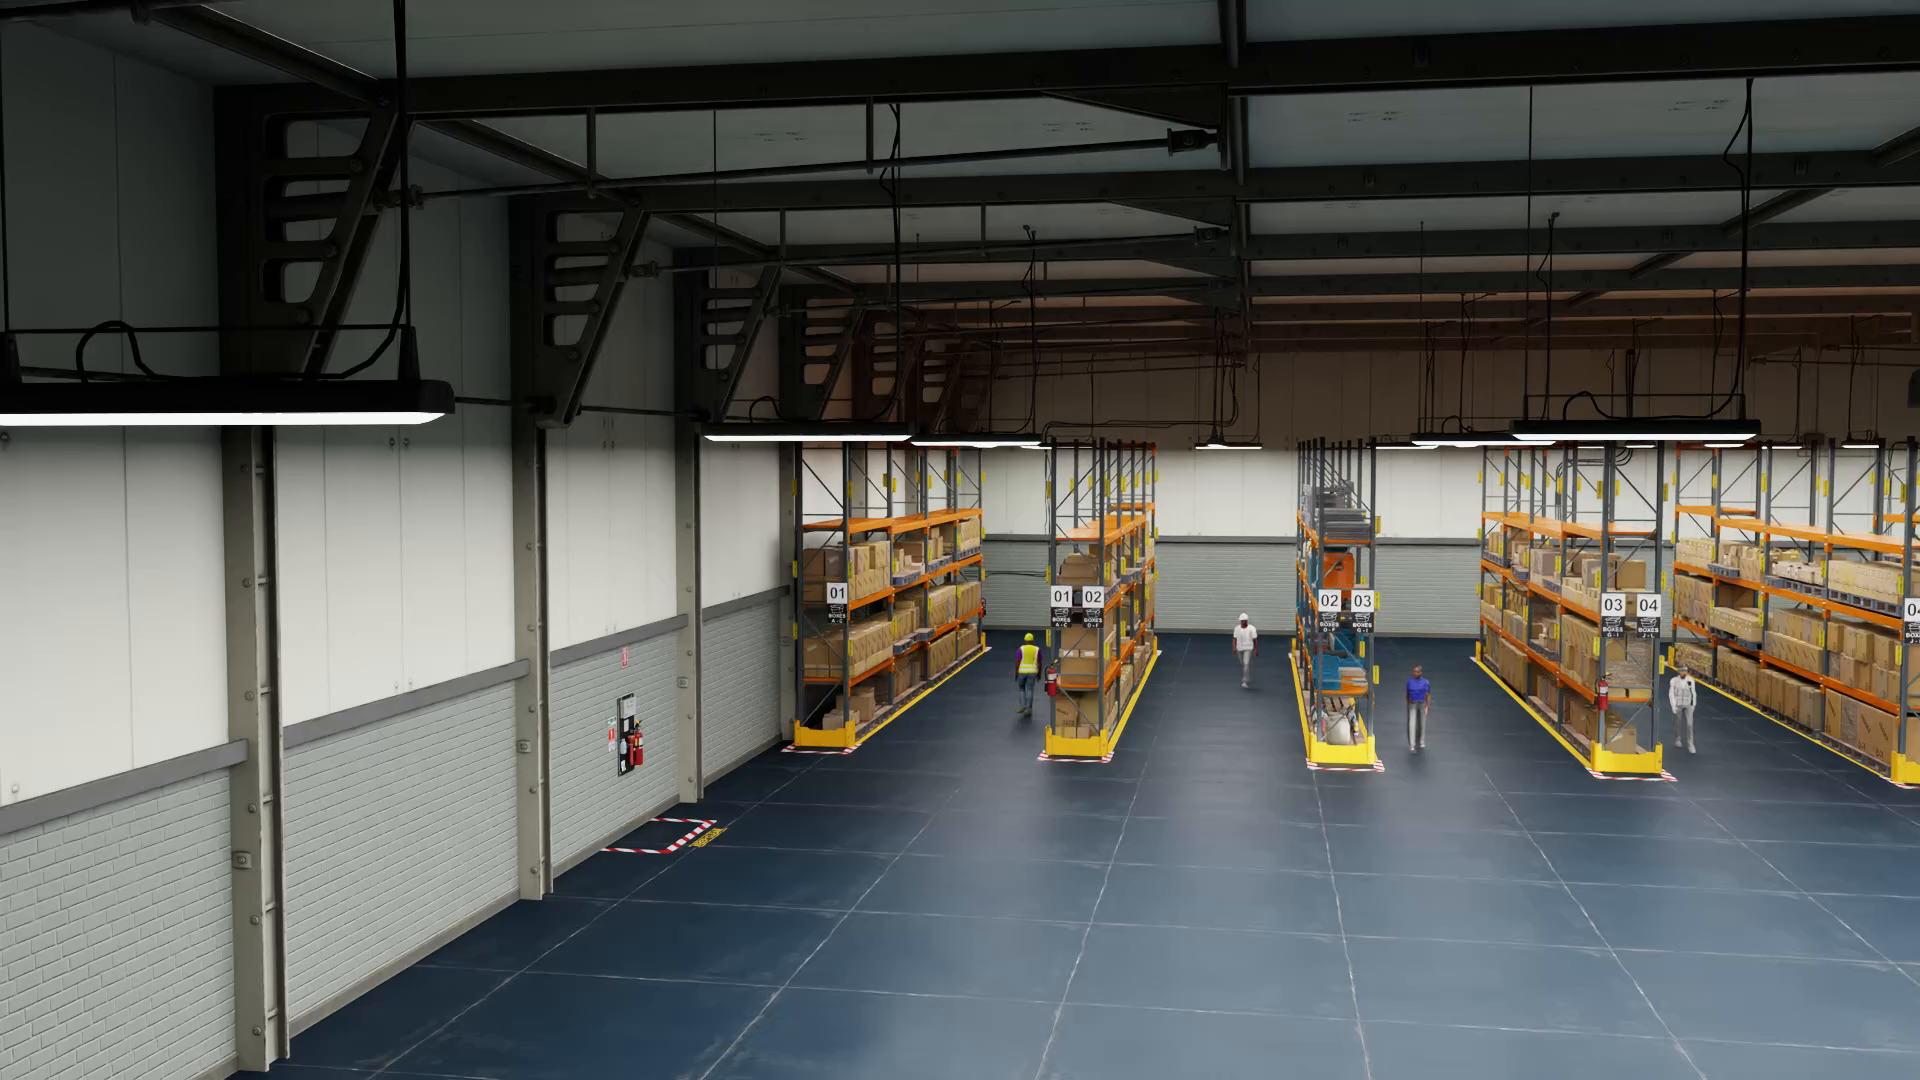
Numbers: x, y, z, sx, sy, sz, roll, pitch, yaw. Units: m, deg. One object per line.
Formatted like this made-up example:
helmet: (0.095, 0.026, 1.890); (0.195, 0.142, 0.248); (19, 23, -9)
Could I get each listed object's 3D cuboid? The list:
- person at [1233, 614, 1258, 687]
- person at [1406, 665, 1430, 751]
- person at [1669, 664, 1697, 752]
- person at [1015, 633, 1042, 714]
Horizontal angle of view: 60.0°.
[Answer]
person: (6.942, 2.680, 40.735); (0.606, 1.739, 0.849); (3, 4, 40)
person: (8.772, 3.210, 31.861); (0.462, 1.607, 0.946); (1, 3, 18)
person: (13.875, 3.188, 31.927); (0.500, 1.637, 0.880); (1, 3, 21)
person: (1.496, 2.941, 36.309); (0.595, 1.803, 0.580); (0, 3, 2)
